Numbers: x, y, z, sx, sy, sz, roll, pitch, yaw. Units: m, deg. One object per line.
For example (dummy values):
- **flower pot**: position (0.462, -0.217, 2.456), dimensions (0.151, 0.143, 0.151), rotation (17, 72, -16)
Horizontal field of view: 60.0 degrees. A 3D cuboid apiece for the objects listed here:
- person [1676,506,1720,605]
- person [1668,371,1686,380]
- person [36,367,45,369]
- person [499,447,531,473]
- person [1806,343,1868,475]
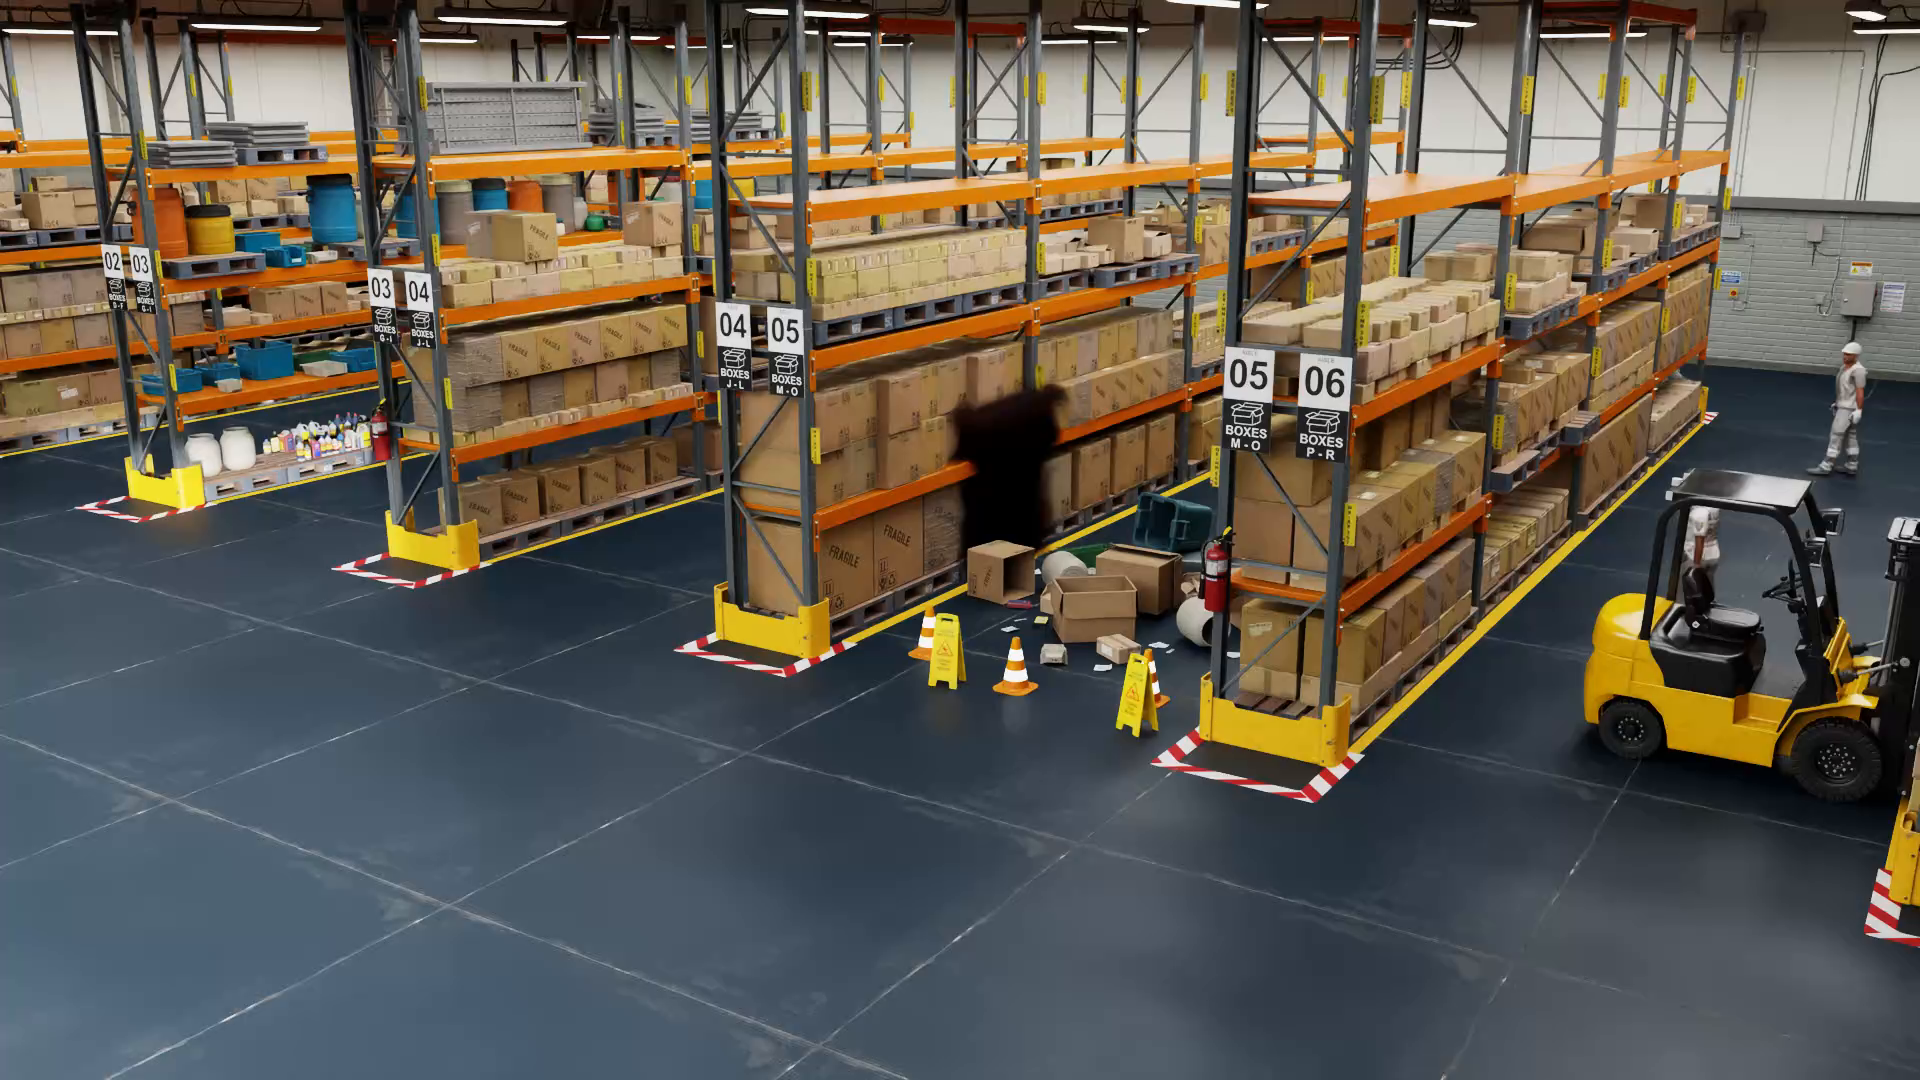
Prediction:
- **person**: position (6.839, 0.211, 15.397), dimensions (0.469, 1.670, 0.416), rotation (-9, 18, -29)
- **person**: position (11.863, -3.396, 28.175), dimensions (0.928, 1.705, 0.574), rotation (4, 16, 15)
- **person**: position (-14.792, -2.986, 26.736), dimensions (0.477, 1.746, 1.012), rotation (6, 16, 19)
- **person**: position (-5.966, -1.637, 22.237), dimensions (0.564, 1.653, 0.387), rotation (-4, 16, -14)
- **person**: position (11.788, -1.770, 22.273), dimensions (0.625, 1.776, 0.582), rotation (7, 17, 25)
